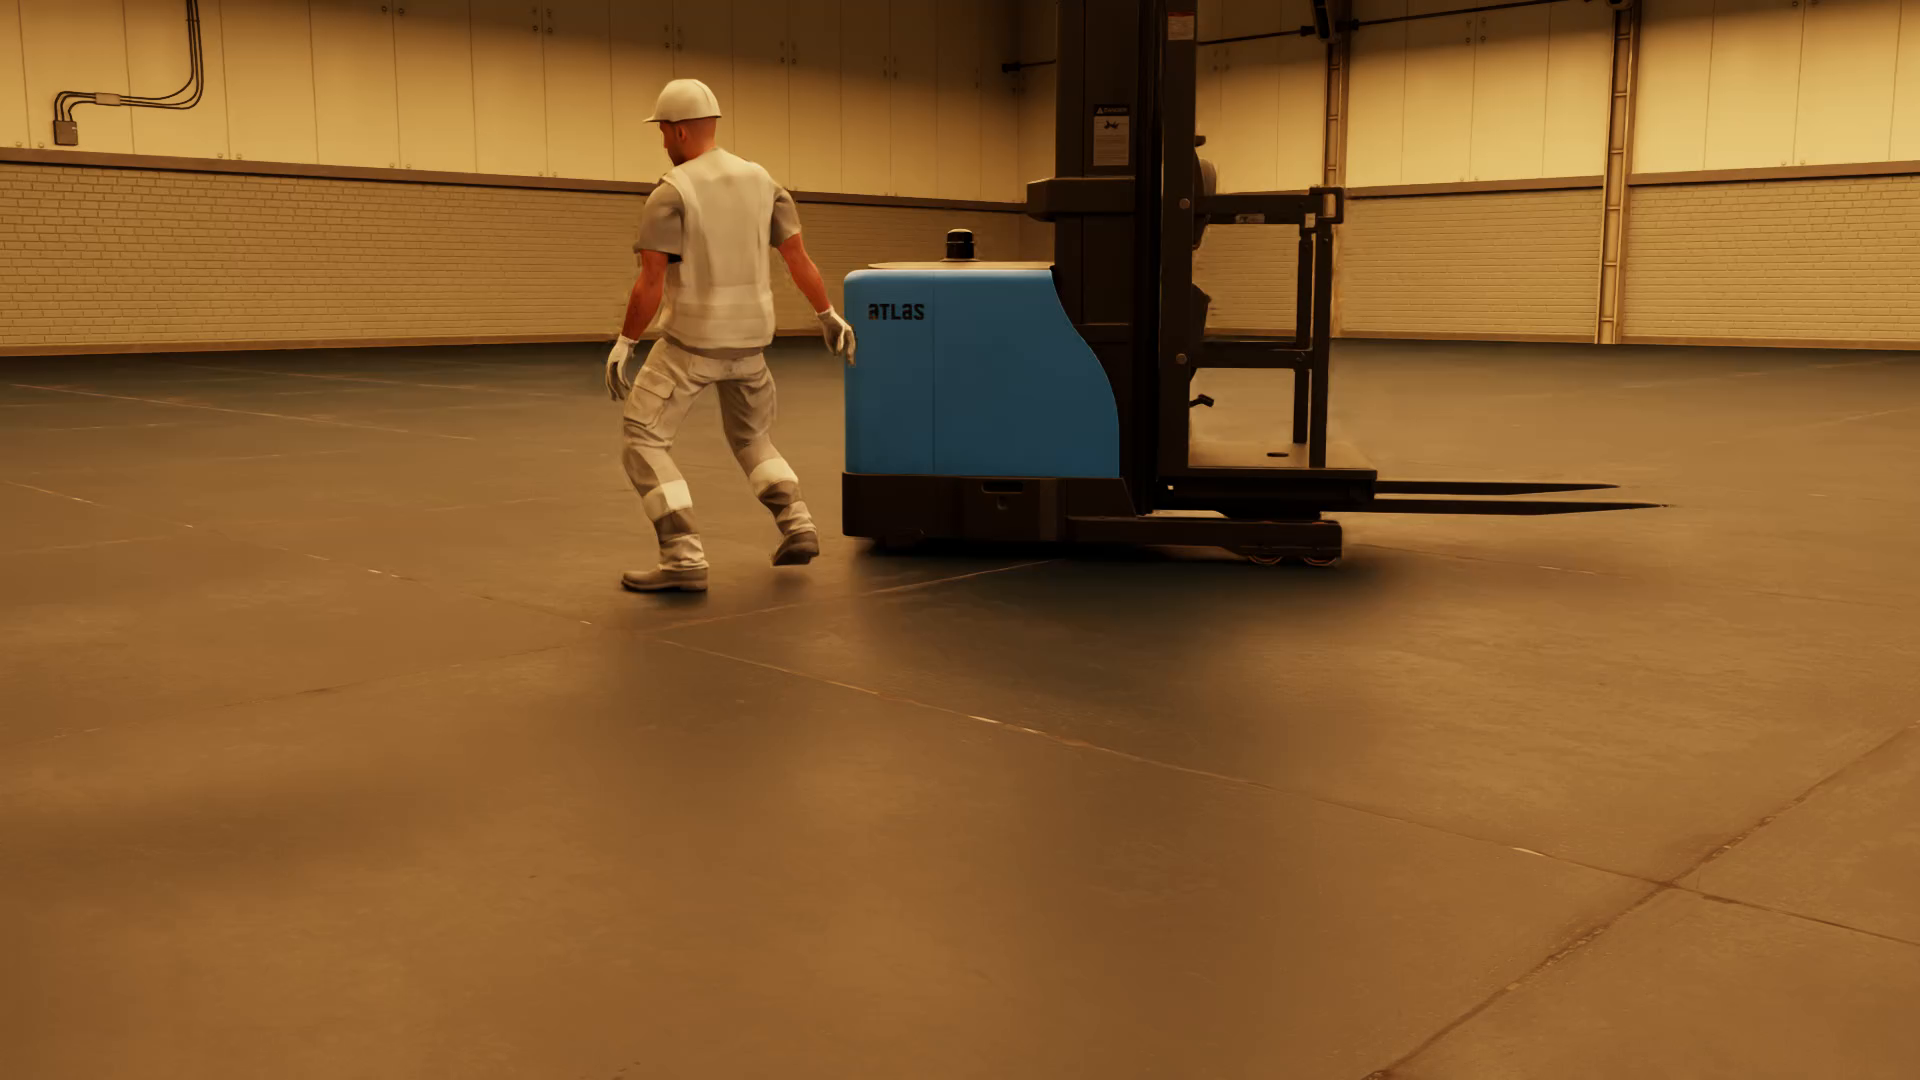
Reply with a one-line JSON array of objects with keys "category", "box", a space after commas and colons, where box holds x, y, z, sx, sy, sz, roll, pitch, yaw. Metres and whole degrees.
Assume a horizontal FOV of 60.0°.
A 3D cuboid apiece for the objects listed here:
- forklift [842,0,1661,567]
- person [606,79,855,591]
[{"category": "forklift", "box": [1.107, -1.437, 6.415, 3.031, 2.935, 1.130, 1, 9, 8]}, {"category": "person", "box": [-0.779, -0.704, 5.702, 0.912, 1.696, 0.483, -7, 11, -38]}]
